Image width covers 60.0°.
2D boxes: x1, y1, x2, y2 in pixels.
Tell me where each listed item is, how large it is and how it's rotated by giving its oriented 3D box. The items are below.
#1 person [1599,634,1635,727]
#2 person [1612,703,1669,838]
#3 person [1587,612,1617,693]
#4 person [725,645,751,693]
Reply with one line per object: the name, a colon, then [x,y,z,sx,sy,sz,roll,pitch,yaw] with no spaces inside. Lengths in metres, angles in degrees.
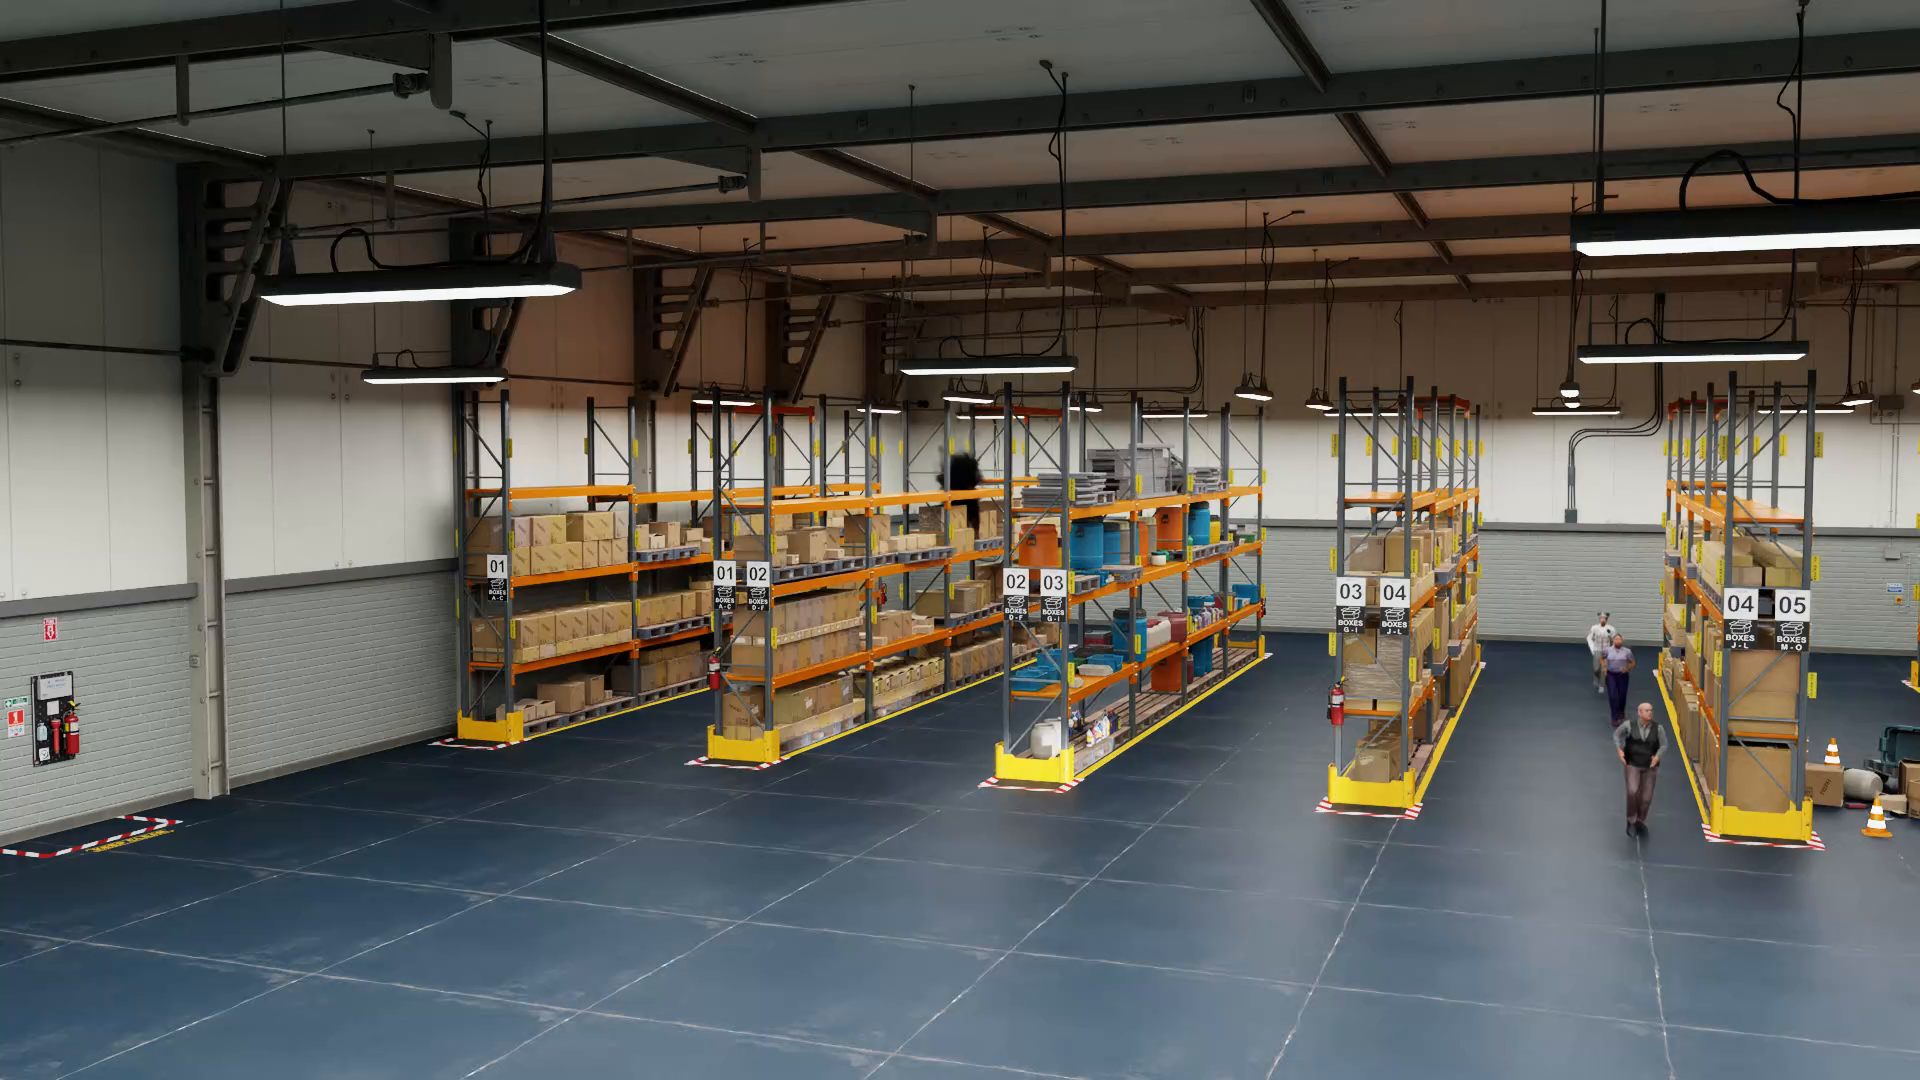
person: [11.950,2.527,30.251,0.611,1.652,0.755,1,3,19]
person: [8.826,2.969,21.547,0.660,1.733,0.690,1,3,13]
person: [13.249,2.295,34.239,0.637,1.670,0.547,1,3,22]
person: [-3.956,2.464,30.368,0.663,1.745,0.813,1,3,23]
